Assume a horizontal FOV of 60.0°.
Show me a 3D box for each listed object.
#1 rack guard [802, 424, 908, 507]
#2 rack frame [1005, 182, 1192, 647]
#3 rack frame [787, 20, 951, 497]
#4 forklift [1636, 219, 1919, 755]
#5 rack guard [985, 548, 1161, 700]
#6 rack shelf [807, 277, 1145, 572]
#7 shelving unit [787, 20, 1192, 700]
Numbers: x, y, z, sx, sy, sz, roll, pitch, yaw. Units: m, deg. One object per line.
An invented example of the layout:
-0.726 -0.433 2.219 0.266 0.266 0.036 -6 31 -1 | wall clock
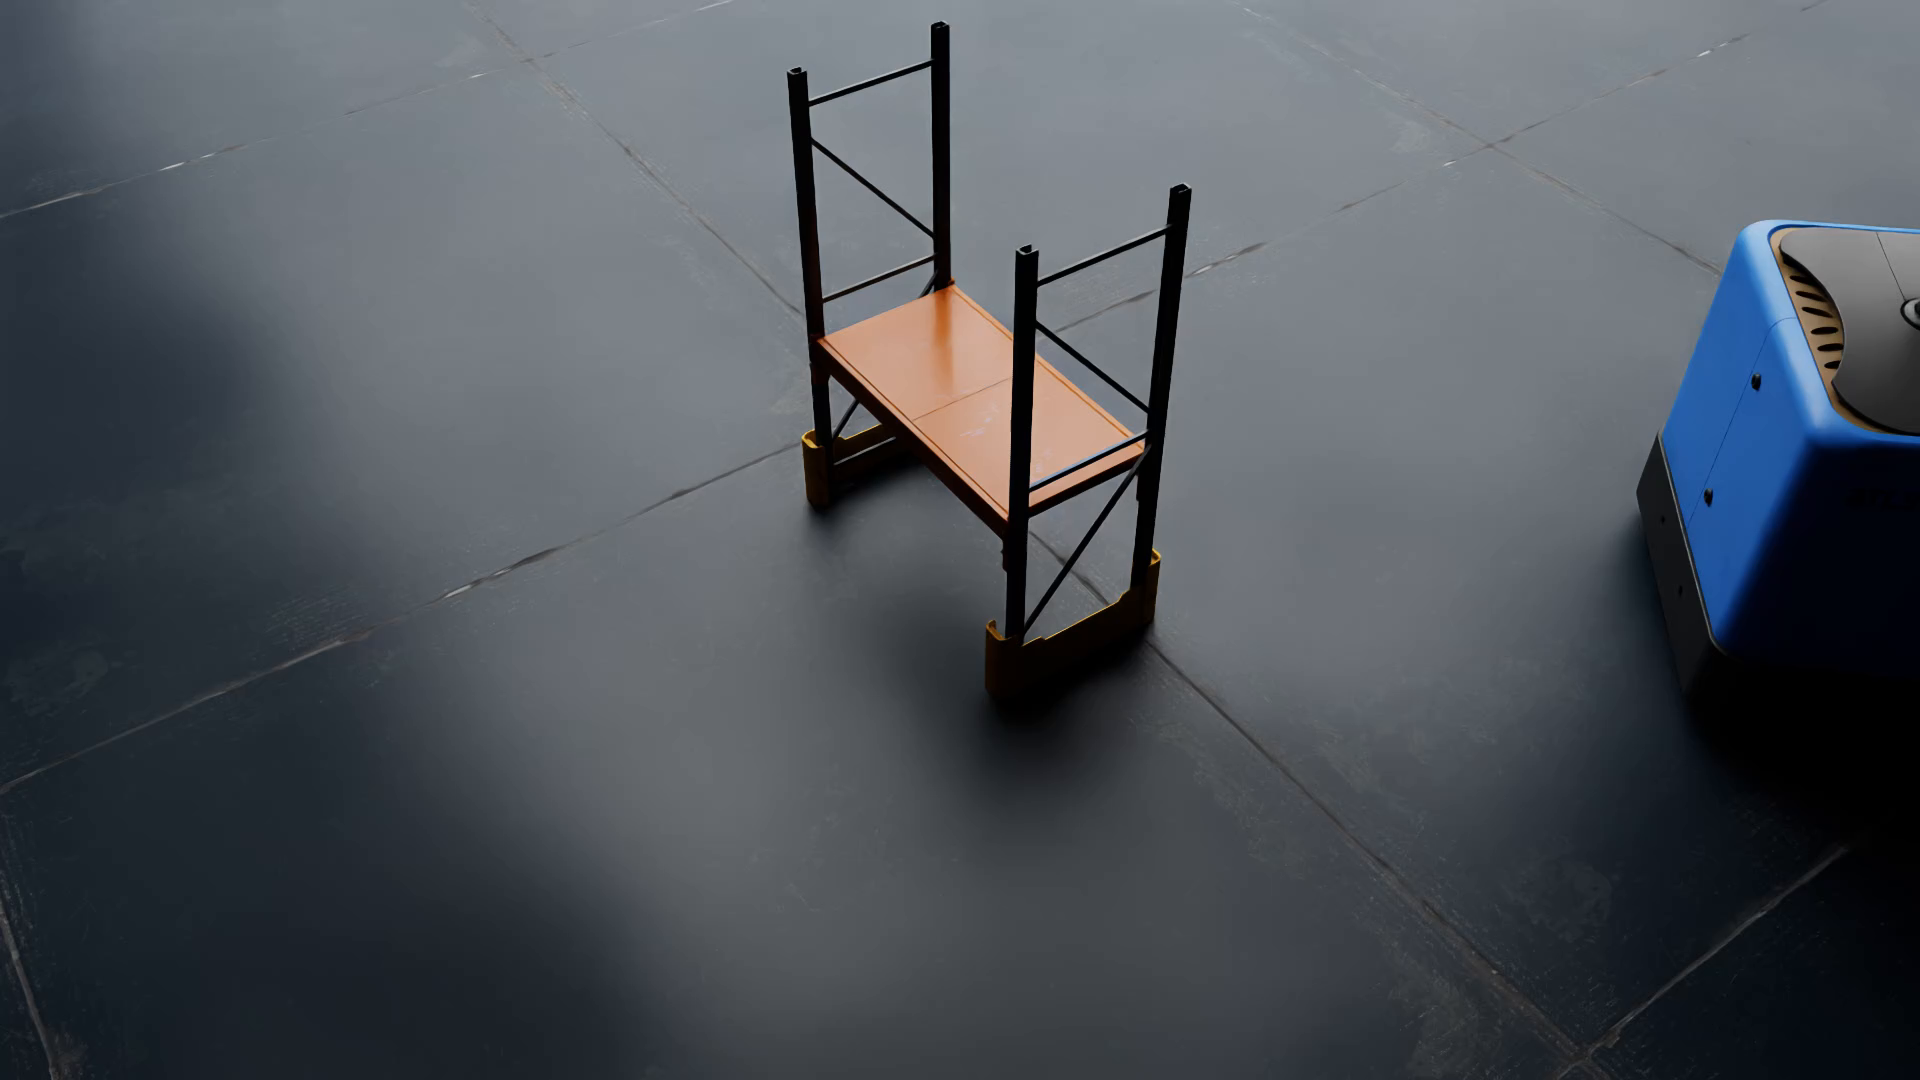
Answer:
-0.241 -0.329 5.414 0.587 0.250 0.087 -26 49 -24 | rack guard
0.340 -0.206 4.380 0.500 1.500 0.032 -26 49 -24 | rack frame
-0.242 -0.782 4.983 0.500 1.500 0.032 -26 49 -24 | rack frame
3.597 -0.722 3.883 3.031 2.935 1.130 5 44 6 | forklift
0.329 0.235 4.823 0.587 0.250 0.087 -26 49 -24 | rack guard
0.049 -0.364 4.806 0.538 0.185 1.000 -26 49 -24 | rack shelf
0.044 -0.499 4.687 0.587 1.500 1.083 -26 49 -24 | shelving unit
